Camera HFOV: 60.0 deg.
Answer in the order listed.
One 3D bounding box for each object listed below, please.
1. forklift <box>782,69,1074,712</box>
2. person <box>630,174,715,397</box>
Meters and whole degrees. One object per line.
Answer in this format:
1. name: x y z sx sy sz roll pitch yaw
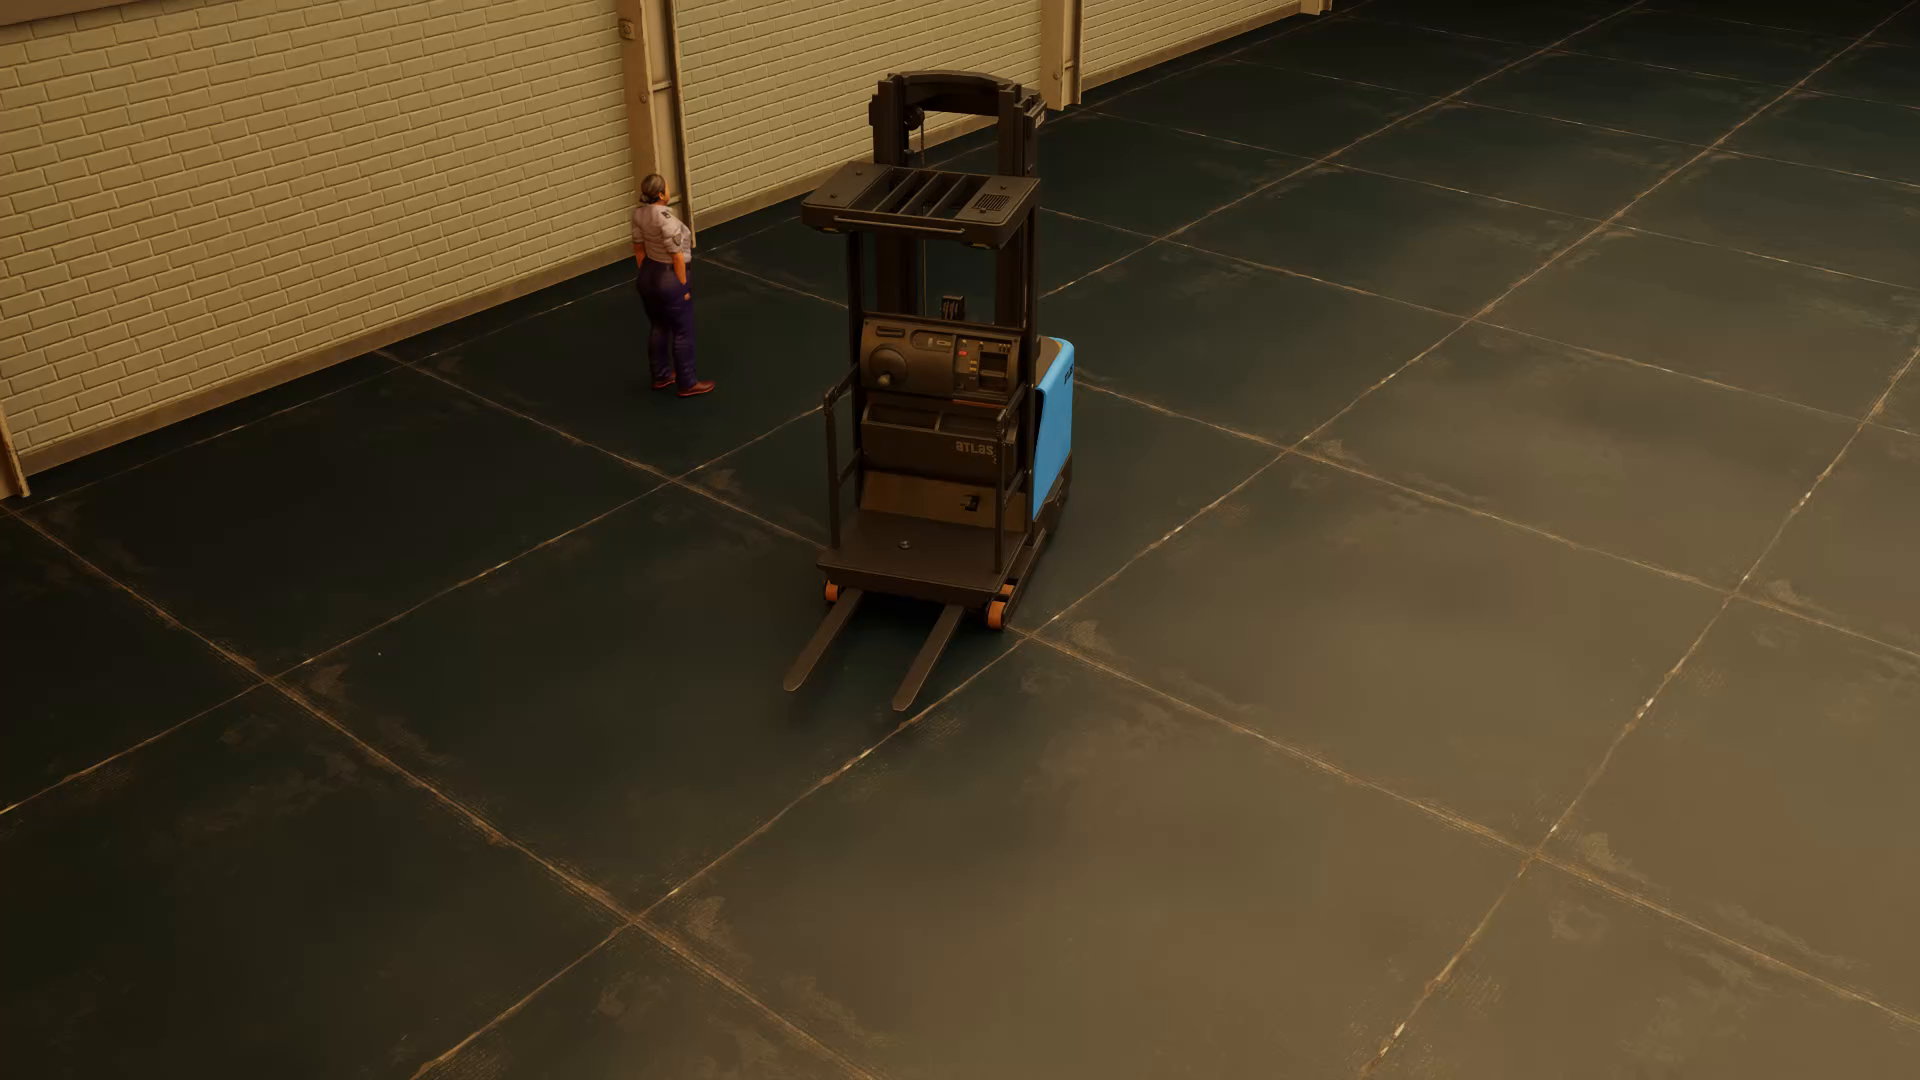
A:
1. forklift: -0.176 -0.972 9.258 1.130 2.935 3.031 9 31 14
2. person: -2.113 -1.849 12.038 0.487 1.651 0.368 21 36 31
